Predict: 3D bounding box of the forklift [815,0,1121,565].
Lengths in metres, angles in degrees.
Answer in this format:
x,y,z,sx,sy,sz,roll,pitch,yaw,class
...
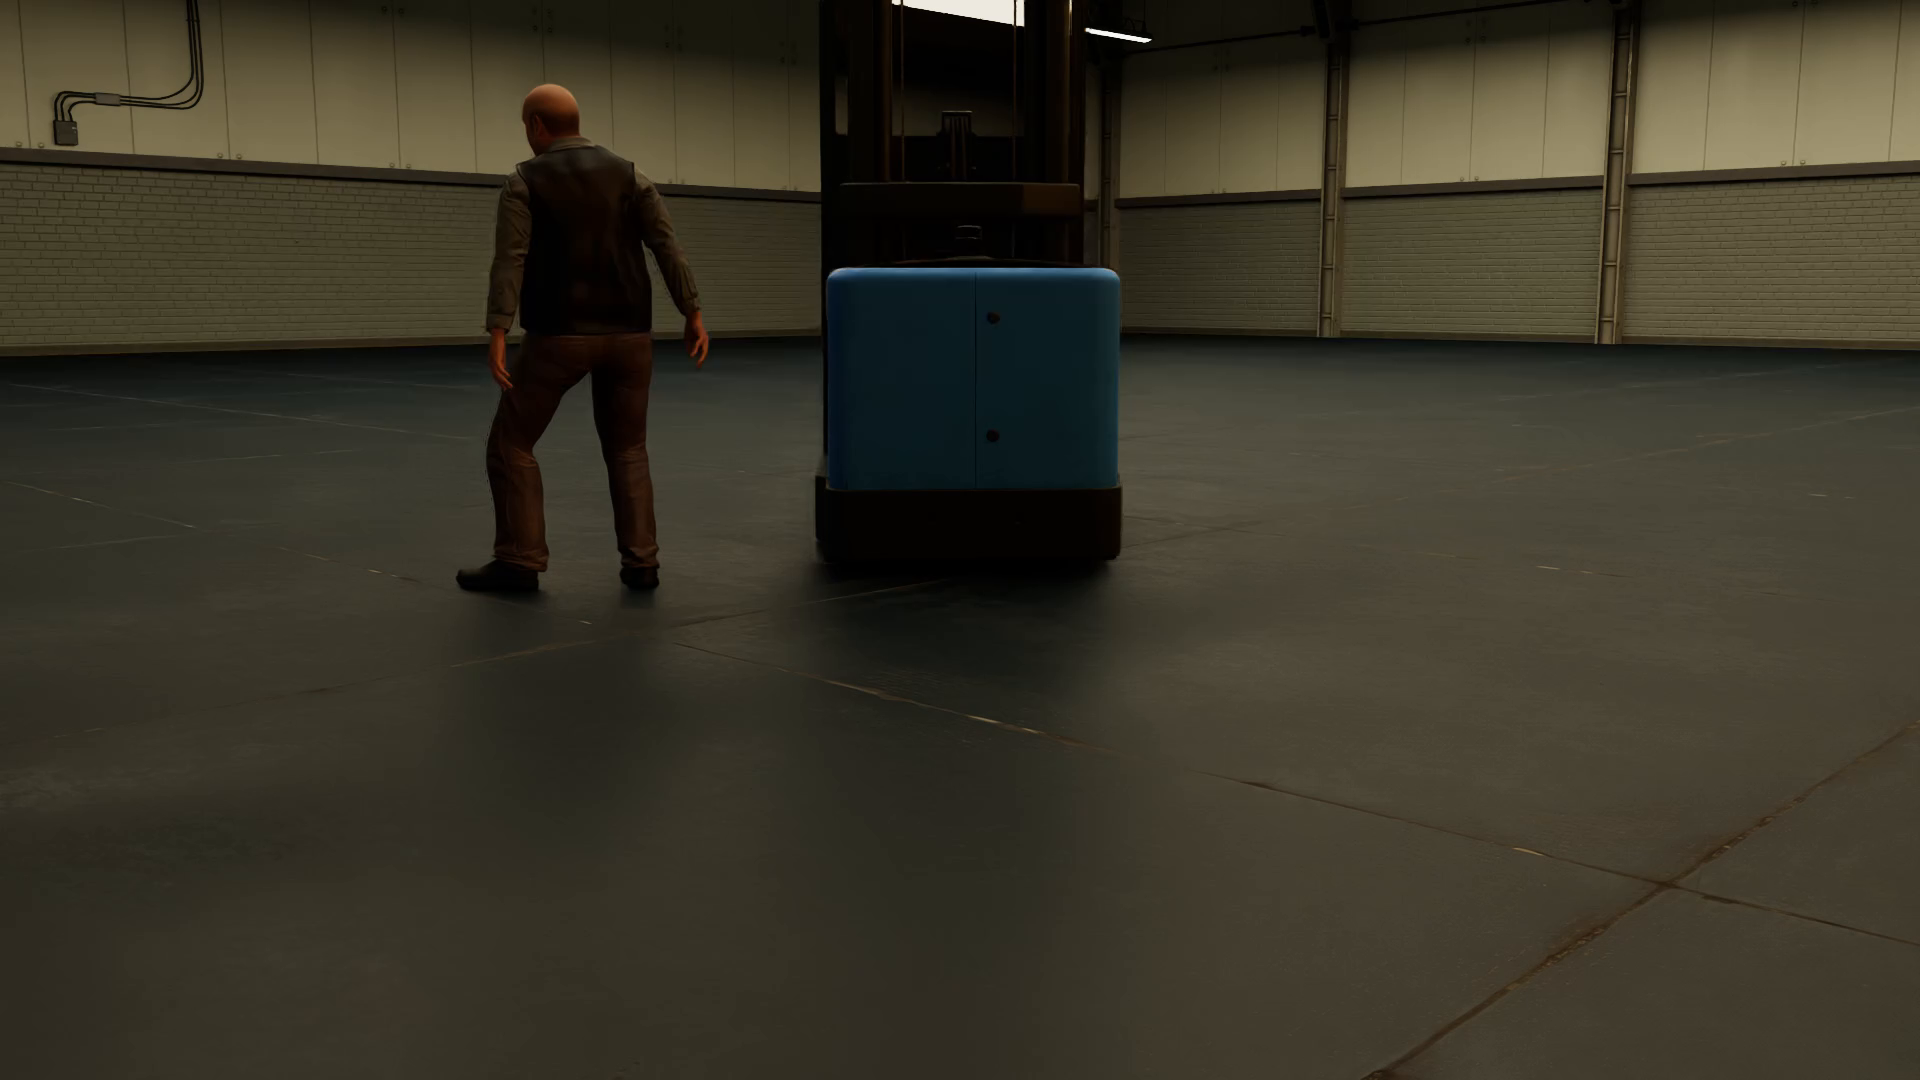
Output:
x,y,z,sx,sy,sz,roll,pitch,yaw,class
-0.049,-1.540,7.102,1.130,2.935,3.031,-1,9,-4,forklift

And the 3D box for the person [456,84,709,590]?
x,y,z,sx,sy,sz,roll,pitch,yaw,class
-1.271,-0.670,5.603,0.850,1.693,0.407,-4,10,-27,person
